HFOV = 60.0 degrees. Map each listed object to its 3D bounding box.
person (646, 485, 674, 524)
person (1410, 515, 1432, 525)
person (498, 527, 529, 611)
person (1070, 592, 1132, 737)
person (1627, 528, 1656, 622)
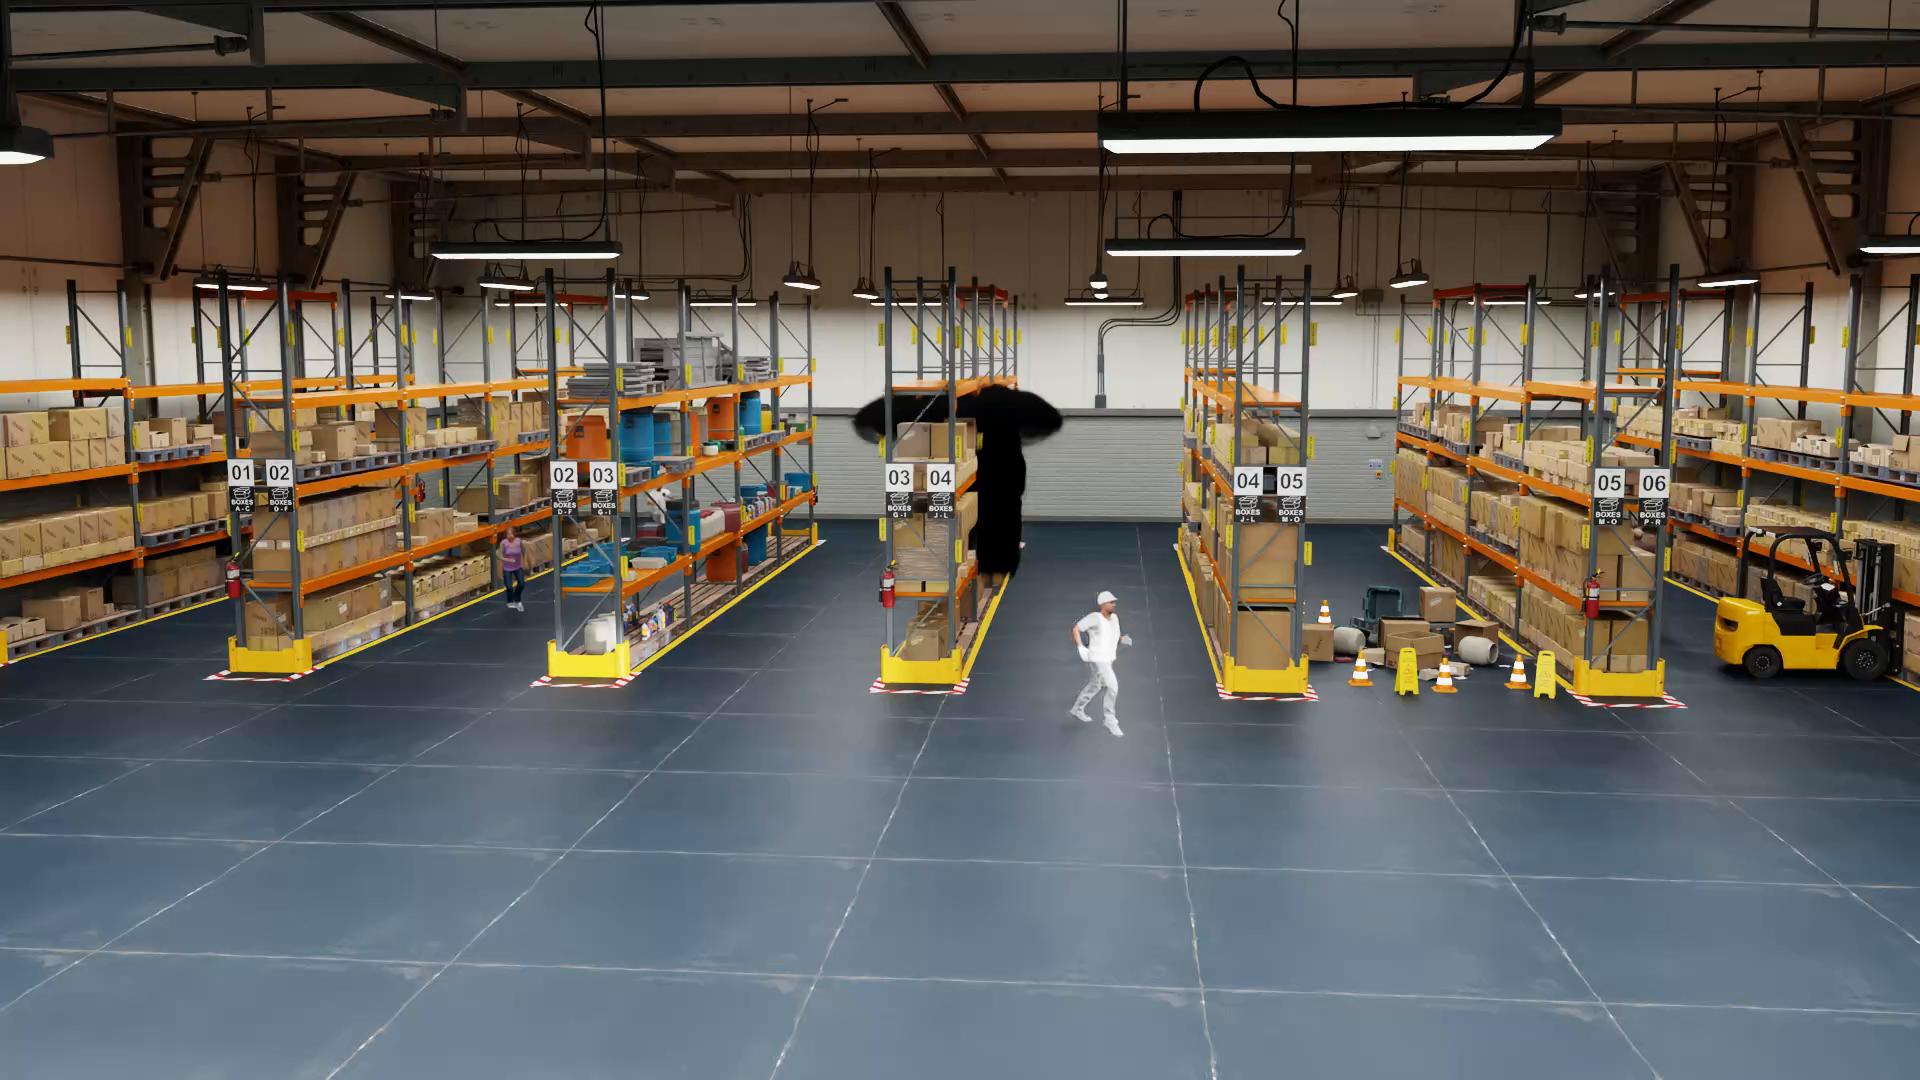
[{"bbox_3d":[-7.075,-0.592,39.230,0.570,1.712,0.855,1,7,5],"label":"person"},{"bbox_3d":[11.212,-0.724,40.111,0.816,1.775,0.616,0,7,2],"label":"person"},{"bbox_3d":[-7.752,0.508,28.867,0.545,1.511,0.826,-3,8,-23],"label":"person"},{"bbox_3d":[1.746,1.559,21.150,0.899,1.827,0.720,5,8,35],"label":"person"},{"bbox_3d":[11.706,0.766,28.735,0.718,1.545,0.885,-1,7,-6],"label":"person"}]
